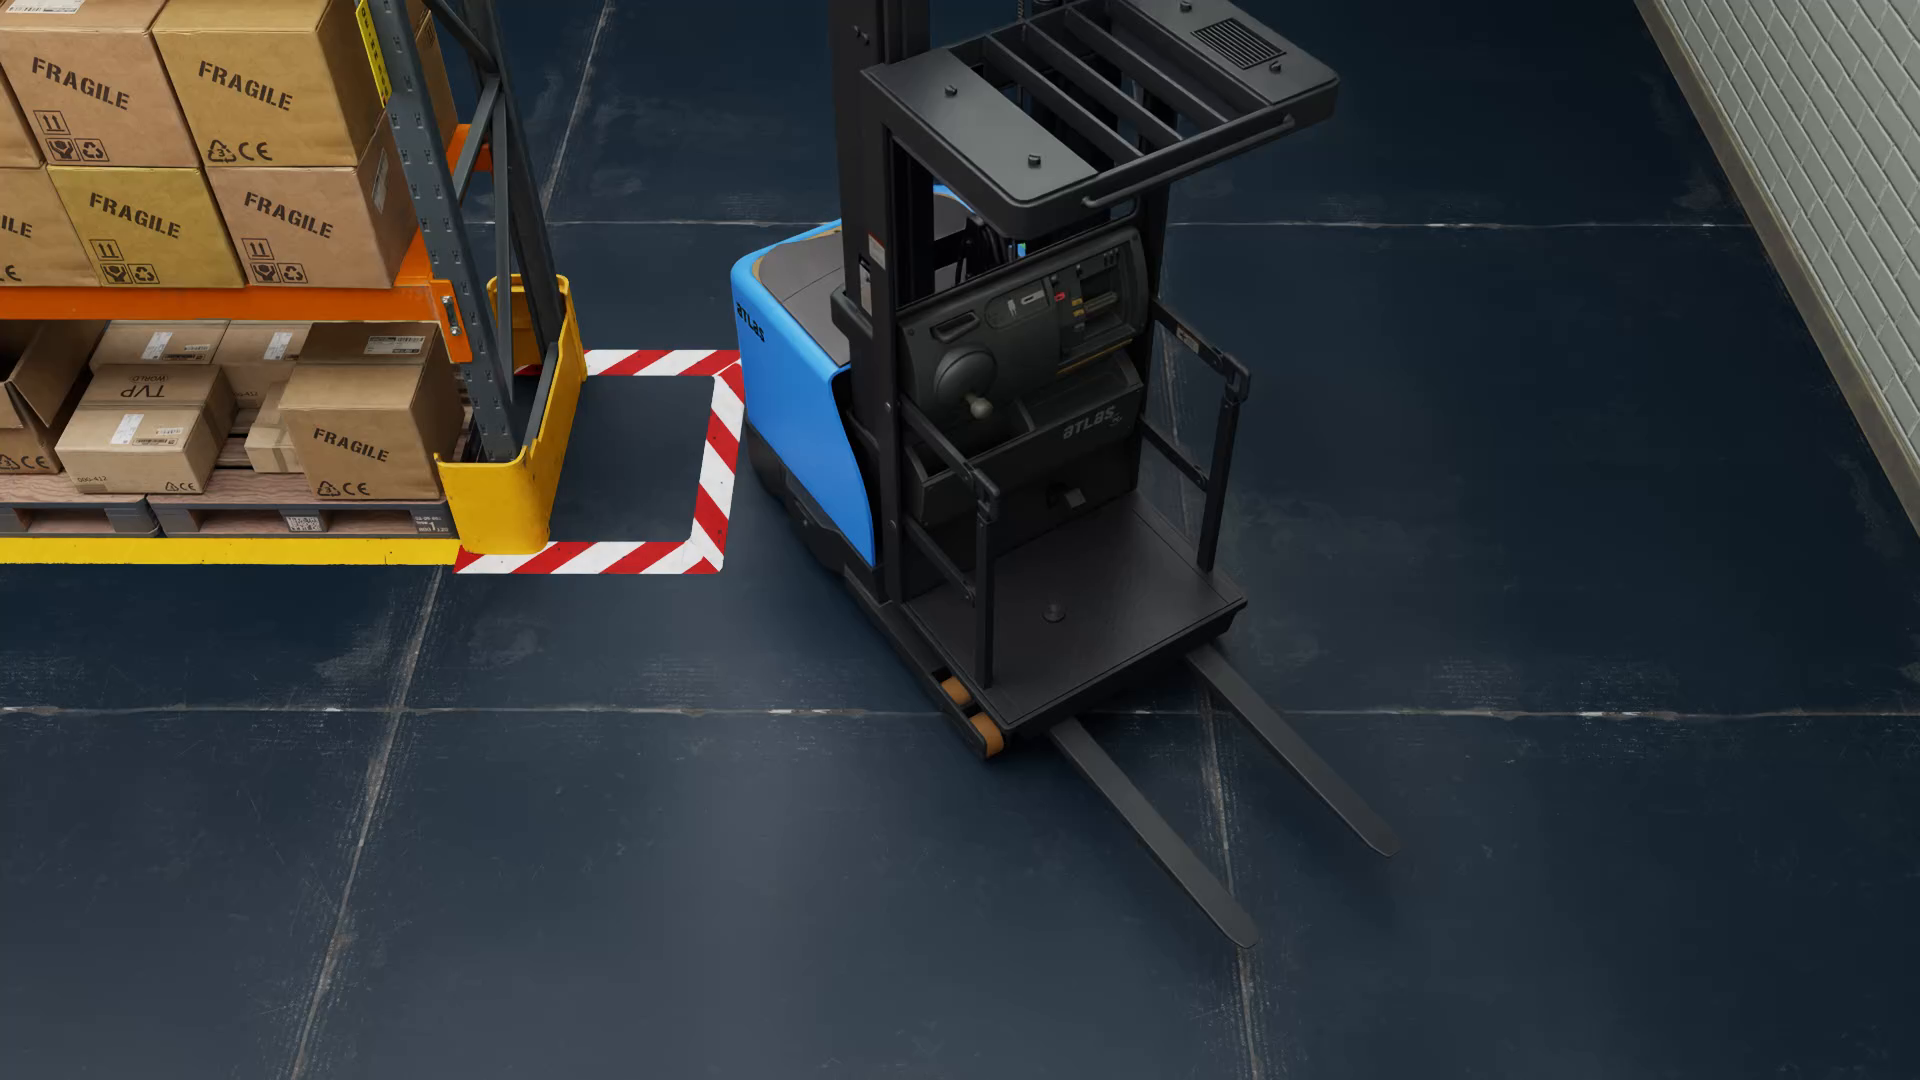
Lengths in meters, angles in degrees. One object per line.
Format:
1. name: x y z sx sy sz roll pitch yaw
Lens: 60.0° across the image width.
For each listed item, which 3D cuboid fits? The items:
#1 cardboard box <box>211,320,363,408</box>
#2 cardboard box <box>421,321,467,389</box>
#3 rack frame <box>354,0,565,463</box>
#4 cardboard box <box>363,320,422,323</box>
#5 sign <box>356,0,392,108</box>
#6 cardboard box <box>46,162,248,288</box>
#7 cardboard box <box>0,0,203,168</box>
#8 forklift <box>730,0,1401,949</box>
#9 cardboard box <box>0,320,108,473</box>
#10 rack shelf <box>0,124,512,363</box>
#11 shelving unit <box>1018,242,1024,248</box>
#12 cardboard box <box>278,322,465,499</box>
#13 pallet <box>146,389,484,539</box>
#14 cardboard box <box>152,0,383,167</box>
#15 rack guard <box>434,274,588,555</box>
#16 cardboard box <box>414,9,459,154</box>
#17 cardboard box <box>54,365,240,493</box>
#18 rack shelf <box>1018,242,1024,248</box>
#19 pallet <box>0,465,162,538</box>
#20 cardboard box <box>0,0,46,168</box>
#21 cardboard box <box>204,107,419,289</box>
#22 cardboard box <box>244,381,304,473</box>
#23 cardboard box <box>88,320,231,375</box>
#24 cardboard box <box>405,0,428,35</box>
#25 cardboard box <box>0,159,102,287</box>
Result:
1. cardboard box: -2.809 -0.815 7.037 0.500 0.250 0.500 0 47 0
2. cardboard box: -2.183 -0.823 7.114 0.250 0.149 0.380 0 47 0
3. rack frame: -1.766 -1.391 5.996 0.127 3.000 1.000 0 47 0
4. cardboard box: -2.433 -0.829 7.108 0.250 0.166 0.380 0 47 0
5. sign: -1.788 -1.487 5.078 0.005 0.325 0.100 0 47 0
6. cardboard box: -2.734 -1.226 5.774 0.500 0.500 0.500 1 47 0
7. cardboard box: -2.717 -1.567 5.408 0.500 0.500 0.500 1 47 1
8. forklift: 0.347 -0.614 5.320 1.130 2.935 3.031 -26 52 -22
9. cardboard box: -3.887 -0.700 6.758 0.637 0.503 0.797 0 47 0
10. rack shelf: -3.766 -1.152 6.264 4.000 0.370 1.077 0 47 0
11. shelving unit: 0.258 -1.206 7.053 0.503 1.200 0.258 2 47 2
12. cardboard box: -2.311 -0.511 6.583 0.500 0.500 0.500 0 47 0
13. pallet: -2.639 -0.443 7.018 1.213 0.211 1.003 0 47 0
14. cardboard box: -2.212 -1.566 5.407 0.500 0.500 0.500 0 47 0
15. rack guard: -1.842 -0.540 6.911 0.348 0.500 1.175 0 47 0
16. cardboard box: -2.209 -1.620 6.140 0.500 0.500 0.500 1 47 1
17. cardboard box: -3.261 -0.450 6.698 0.500 0.250 0.500 0 47 0
18. rack shelf: 0.258 -1.163 7.100 0.480 0.148 0.258 2 47 2
19. pallet: -3.856 -0.448 7.023 1.213 0.211 1.003 0 47 0
20. cardboard box: -3.236 -1.565 5.406 0.500 0.500 0.500 1 47 1
21. cardboard box: -2.215 -1.227 5.775 0.500 0.500 0.500 1 47 1
22. cardboard box: -2.715 -0.464 6.768 0.250 0.166 0.380 0 47 0
23. cardboard box: -3.309 -0.816 7.039 0.500 0.250 0.500 0 47 0
24. cardboard box: -2.209 -1.960 5.774 0.500 0.500 0.500 1 47 1
25. cardboard box: -3.233 -1.232 5.779 0.500 0.500 0.500 0 47 0
